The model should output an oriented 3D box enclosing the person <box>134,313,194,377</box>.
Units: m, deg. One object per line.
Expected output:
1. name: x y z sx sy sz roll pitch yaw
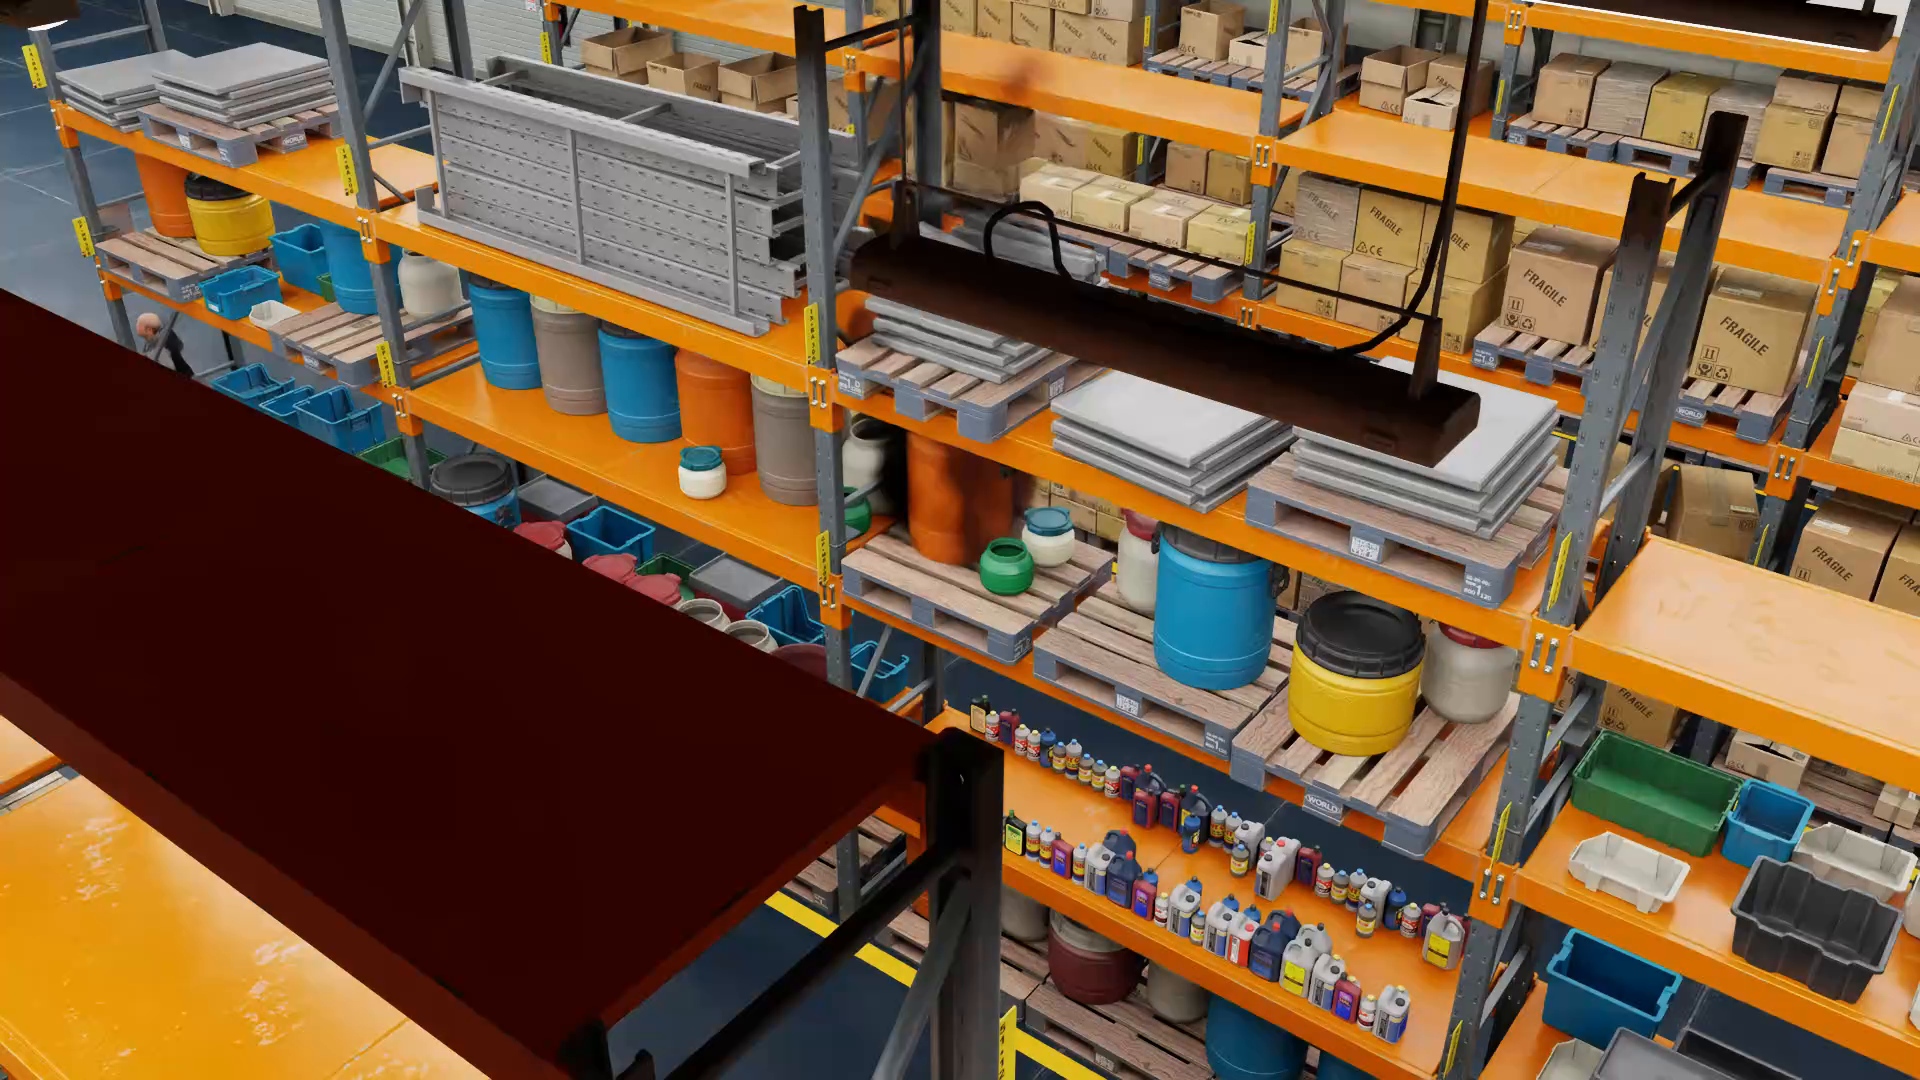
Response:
1. person: -7.551 -1.466 16.117 0.797 1.659 0.700 -3 32 -4
